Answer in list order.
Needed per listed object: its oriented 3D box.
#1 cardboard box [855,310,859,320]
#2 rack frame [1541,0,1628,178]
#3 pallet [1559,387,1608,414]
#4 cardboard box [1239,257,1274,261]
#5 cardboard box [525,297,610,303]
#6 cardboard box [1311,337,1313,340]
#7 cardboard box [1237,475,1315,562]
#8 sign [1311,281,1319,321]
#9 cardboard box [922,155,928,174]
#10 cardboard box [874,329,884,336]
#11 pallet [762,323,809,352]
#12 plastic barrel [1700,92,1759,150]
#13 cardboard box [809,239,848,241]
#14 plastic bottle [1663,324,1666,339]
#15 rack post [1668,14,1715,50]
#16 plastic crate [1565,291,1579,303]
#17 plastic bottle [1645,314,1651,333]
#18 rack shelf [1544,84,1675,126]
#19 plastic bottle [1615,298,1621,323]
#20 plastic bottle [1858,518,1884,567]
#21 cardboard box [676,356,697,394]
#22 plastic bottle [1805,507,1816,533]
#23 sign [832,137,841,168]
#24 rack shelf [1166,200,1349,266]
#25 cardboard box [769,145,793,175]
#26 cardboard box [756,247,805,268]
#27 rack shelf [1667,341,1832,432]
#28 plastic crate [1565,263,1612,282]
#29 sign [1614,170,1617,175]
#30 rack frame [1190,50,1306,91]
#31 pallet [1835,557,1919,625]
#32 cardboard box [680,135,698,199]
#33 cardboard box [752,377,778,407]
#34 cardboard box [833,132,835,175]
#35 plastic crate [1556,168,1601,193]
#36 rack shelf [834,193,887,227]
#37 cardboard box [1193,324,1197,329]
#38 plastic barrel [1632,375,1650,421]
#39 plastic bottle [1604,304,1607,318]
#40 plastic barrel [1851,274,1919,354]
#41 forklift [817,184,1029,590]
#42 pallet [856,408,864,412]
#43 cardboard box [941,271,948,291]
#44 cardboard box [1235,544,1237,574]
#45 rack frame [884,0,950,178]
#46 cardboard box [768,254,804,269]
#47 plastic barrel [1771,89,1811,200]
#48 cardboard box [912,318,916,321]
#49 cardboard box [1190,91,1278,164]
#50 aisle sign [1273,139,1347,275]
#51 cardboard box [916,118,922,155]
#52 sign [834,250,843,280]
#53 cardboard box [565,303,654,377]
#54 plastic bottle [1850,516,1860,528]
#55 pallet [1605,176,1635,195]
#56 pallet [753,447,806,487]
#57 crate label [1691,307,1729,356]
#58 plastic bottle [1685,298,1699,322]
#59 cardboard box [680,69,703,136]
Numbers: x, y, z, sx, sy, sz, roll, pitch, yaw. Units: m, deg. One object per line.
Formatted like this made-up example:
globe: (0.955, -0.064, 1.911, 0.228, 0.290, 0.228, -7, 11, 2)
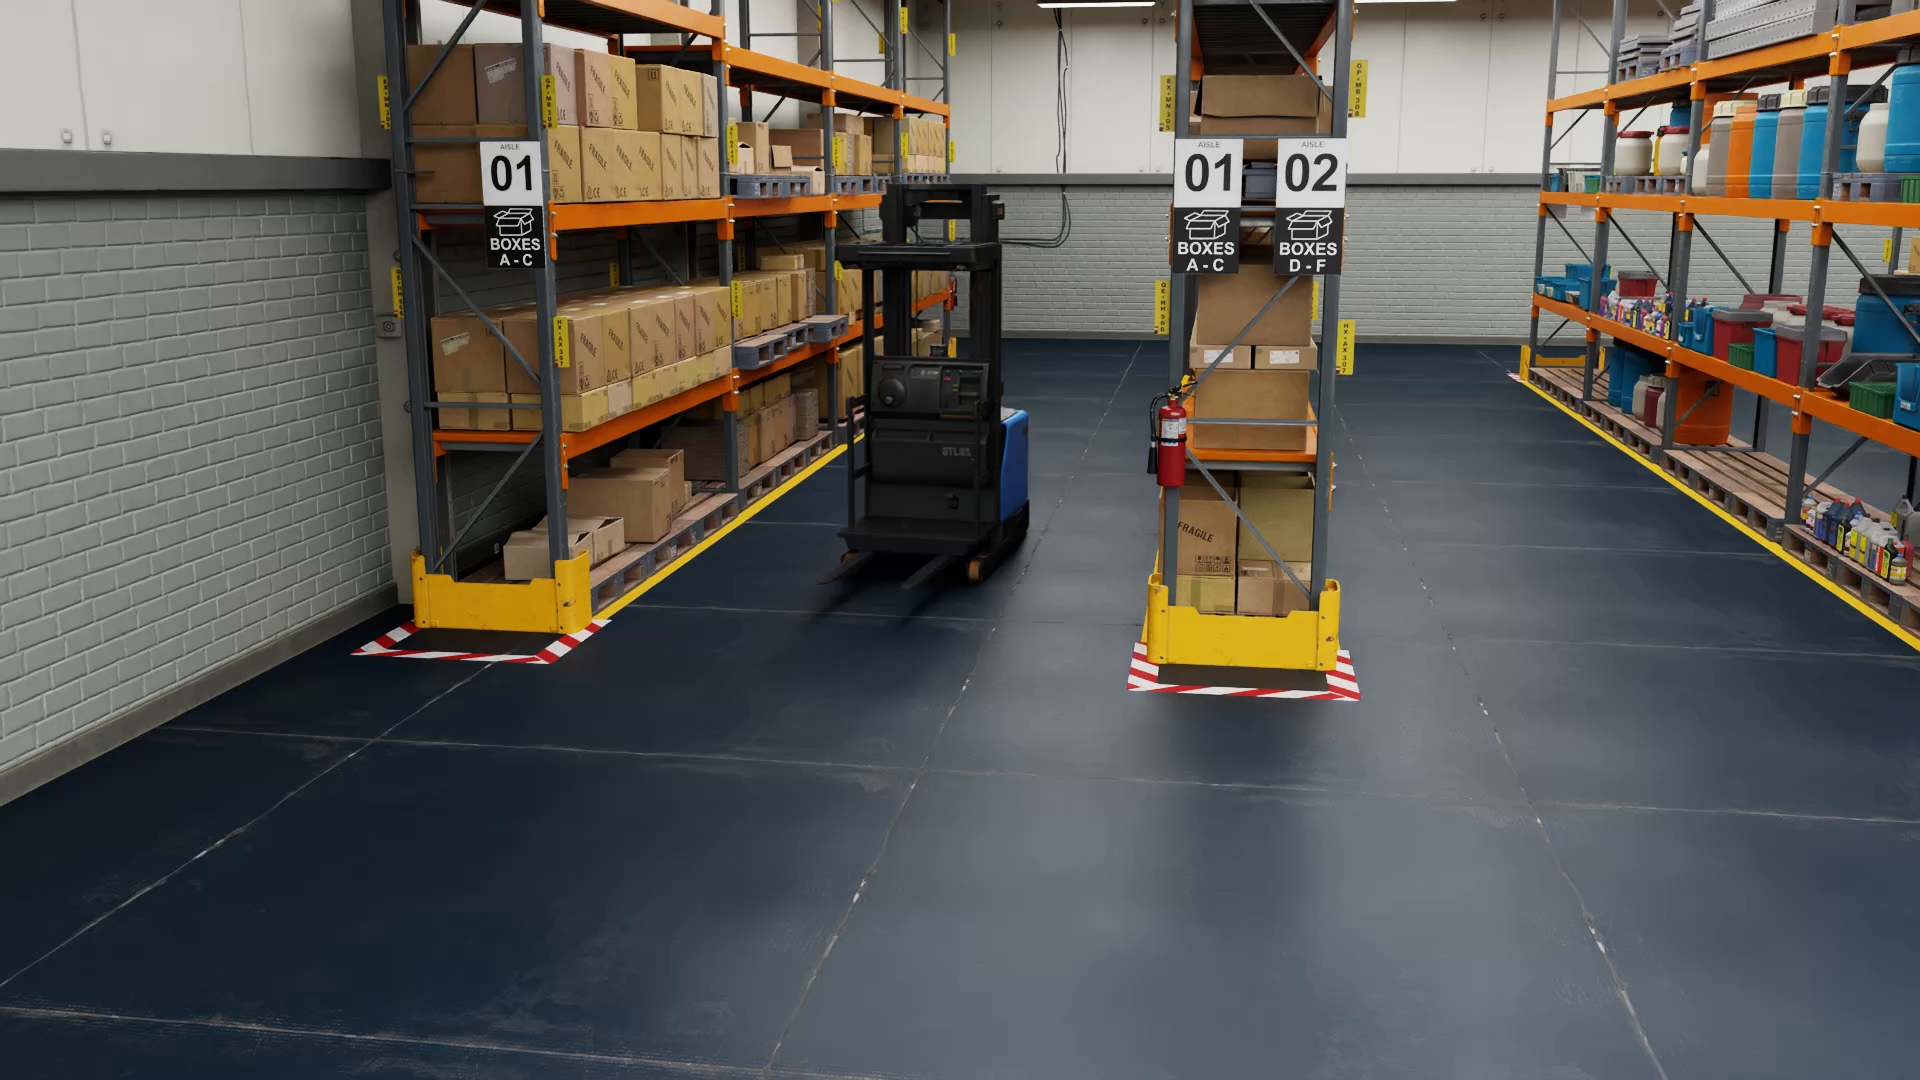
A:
cardboard box: (-1.441, -2.759, 20.226, 0.380, 0.149, 0.250, 2, 12, 10)
rack frame: (9.128, -6.820, 24.277, 1.000, 3.000, 0.127, 2, 12, 9)
pallet: (8.588, -1.845, 22.055, 1.003, 0.211, 1.213, 2, 12, 9)
cardboard box: (1.942, -1.618, 11.065, 0.700, 0.500, 0.500, 2, 12, 7)
cardboard box: (-3.019, -1.602, 12.837, 0.500, 0.500, 0.500, 2, 12, 9)
cardboard box: (2.125, -1.265, 10.967, 0.380, 0.149, 0.250, 2, 12, 9)
cardboard box: (2.151, -0.154, 11.337, 0.500, 0.500, 0.500, 2, 12, 9)
sign: (2.938, -1.994, 13.885, 0.100, 0.325, 0.005, 2, 12, 9)
cardboard box: (-0.745, -5.370, 23.795, 0.500, 0.250, 0.500, 2, 12, 7)
cardboard box: (-1.247, -2.390, 22.070, 0.750, 0.750, 0.750, 2, 12, 9)
pallet: (-2.155, -2.035, 16.773, 1.003, 0.211, 1.213, 2, 12, 9)
plastic barrel: (7.988, -4.221, 17.324, 0.600, 0.830, 0.708, 2, 12, 9)
cardboard box: (-1.678, -3.749, 21.501, 0.500, 0.250, 0.500, 2, 12, 9)
plastic bottle: (7.574, -2.246, 17.766, 0.097, 0.201, 0.097, 0, 12, 0)
rack post: (7.969, -5.269, 17.264, 0.954, 0.300, 0.937, 2, 12, 9)
plastic crate: (8.484, -3.327, 22.794, 0.293, 0.136, 0.466, 2, 12, 9)
plastic bottle: (7.700, -2.416, 18.553, 0.097, 0.201, 0.097, 0, 12, 0)
rack shelf: (8.821, -5.856, 22.463, 1.077, 0.370, 4.000, 2, 12, 9)
plastic bottle: (7.899, -2.750, 19.910, 0.061, 0.283, 0.133, 2, 12, 9)
plastic bottle: (6.626, 0.012, 12.061, 0.144, 0.351, 0.185, 2, 12, 11)
cardboard box: (-2.427, -1.329, 13.350, 0.500, 0.250, 0.500, 2, 12, 8)
plastic bottle: (6.785, -0.163, 13.227, 0.097, 0.201, 0.097, 0, 12, 0)
sign: (-1.355, -4.244, 18.217, 0.100, 0.325, 0.005, 2, 12, 9)
rack shelf: (2.081, -2.249, 11.894, 1.077, 0.370, 4.000, 2, 12, 9)
cardboard box: (-2.182, -3.802, 17.104, 0.797, 0.503, 0.637, 4, 13, 17)
cardboard box: (-2.078, -3.216, 19.025, 0.500, 0.250, 0.500, 2, 12, 10)
rack shelf: (7.590, -1.454, 15.326, 1.077, 0.370, 4.000, 2, 12, 9)
plastic crate: (9.261, -3.858, 24.548, 0.616, 0.435, 0.499, 2, 12, 9)
sign: (9.674, -5.288, 24.537, 0.100, 0.325, 0.005, 2, 12, 9)
rack frame: (2.389, -4.483, 13.434, 1.000, 3.000, 0.127, 2, 12, 9)
pallet: (6.953, 0.367, 11.788, 1.003, 0.211, 1.213, 2, 12, 9)
cardboard box: (-2.430, -3.017, 13.467, 0.500, 0.500, 0.500, 1, 12, 4)
cardboard box: (-2.174, -1.527, 17.067, 0.500, 0.250, 0.500, 2, 12, 8)
cardboard box: (-1.844, -4.488, 19.295, 0.700, 0.500, 0.500, 1, 12, 6)
plastic crate: (8.622, -5.014, 23.165, 0.504, 0.338, 0.767, 2, 12, 9)
rack shelf: (-1.584, -4.074, 20.363, 1.077, 0.370, 4.000, 2, 12, 9)
cardboard box: (1.842, -1.439, 11.773, 0.380, 0.149, 0.250, 2, 12, 10)
plastic barrel: (8.129, -1.669, 19.525, 0.421, 0.512, 0.421, 0, 12, 0)
plastic bottle: (8.015, -2.842, 20.533, 0.097, 0.201, 0.097, 0, 12, 0)
plastic barrel: (7.642, -1.705, 13.593, 0.600, 0.901, 0.708, 2, 12, 9)
forklift: (-0.284, -1.207, 12.638, 1.130, 2.935, 3.031, 3, 13, 15)
pallet: (-1.505, -1.594, 20.890, 1.003, 0.211, 1.213, 2, 12, 9)
cardboard box: (-0.729, -4.248, 25.873, 0.980, 0.700, 0.700, 2, 12, 11)
cardboard box: (2.227, 0.109, 11.899, 0.500, 0.250, 0.500, 2, 12, 9)
rack frame: (-0.661, -7.141, 25.767, 1.000, 3.000, 0.127, 2, 12, 9)
cardboard box: (-1.915, -3.051, 18.208, 0.380, 0.149, 0.250, 0, 12, 1)
plastic barrel: (7.247, -3.349, 14.105, 0.600, 0.901, 0.600, 0, 12, 0)
cardboard box: (-0.848, -3.392, 26.009, 0.380, 0.149, 0.250, 2, 12, 9)
cardboard box: (2.011, -3.002, 12.109, 0.797, 0.503, 0.637, 3, 13, 15)
aisle sign: (2.066, -1.965, 9.819, 0.394, 0.787, 0.004, 2, 12, 9)
cardboard box: (-0.816, -5.636, 23.245, 0.500, 0.500, 0.500, 2, 12, 7)
sign: (-1.353, -3.054, 18.485, 0.100, 0.325, 0.005, 2, 12, 9)
cardboard box: (-2.580, -1.480, 12.269, 0.500, 0.500, 0.500, 1, 12, 7)
plastic bottle: (6.734, -0.045, 12.512, 0.097, 0.271, 0.097, 0, 12, 0)
pallet: (8.489, -4.262, 19.978, 1.213, 0.211, 1.003, 2, 12, 9)
pallet: (-2.203, -0.764, 17.035, 1.003, 0.211, 1.213, 2, 12, 9)
crate label: (7.478, -2.041, 16.259, 0.502, 0.435, 0.616, 2, 12, 9)
plastic bottle: (8.355, -2.576, 18.943, 0.144, 0.351, 0.185, 2, 12, 9)
cardboard box: (-2.390, -3.496, 13.315, 0.500, 0.500, 0.500, 3, 12, 12)
